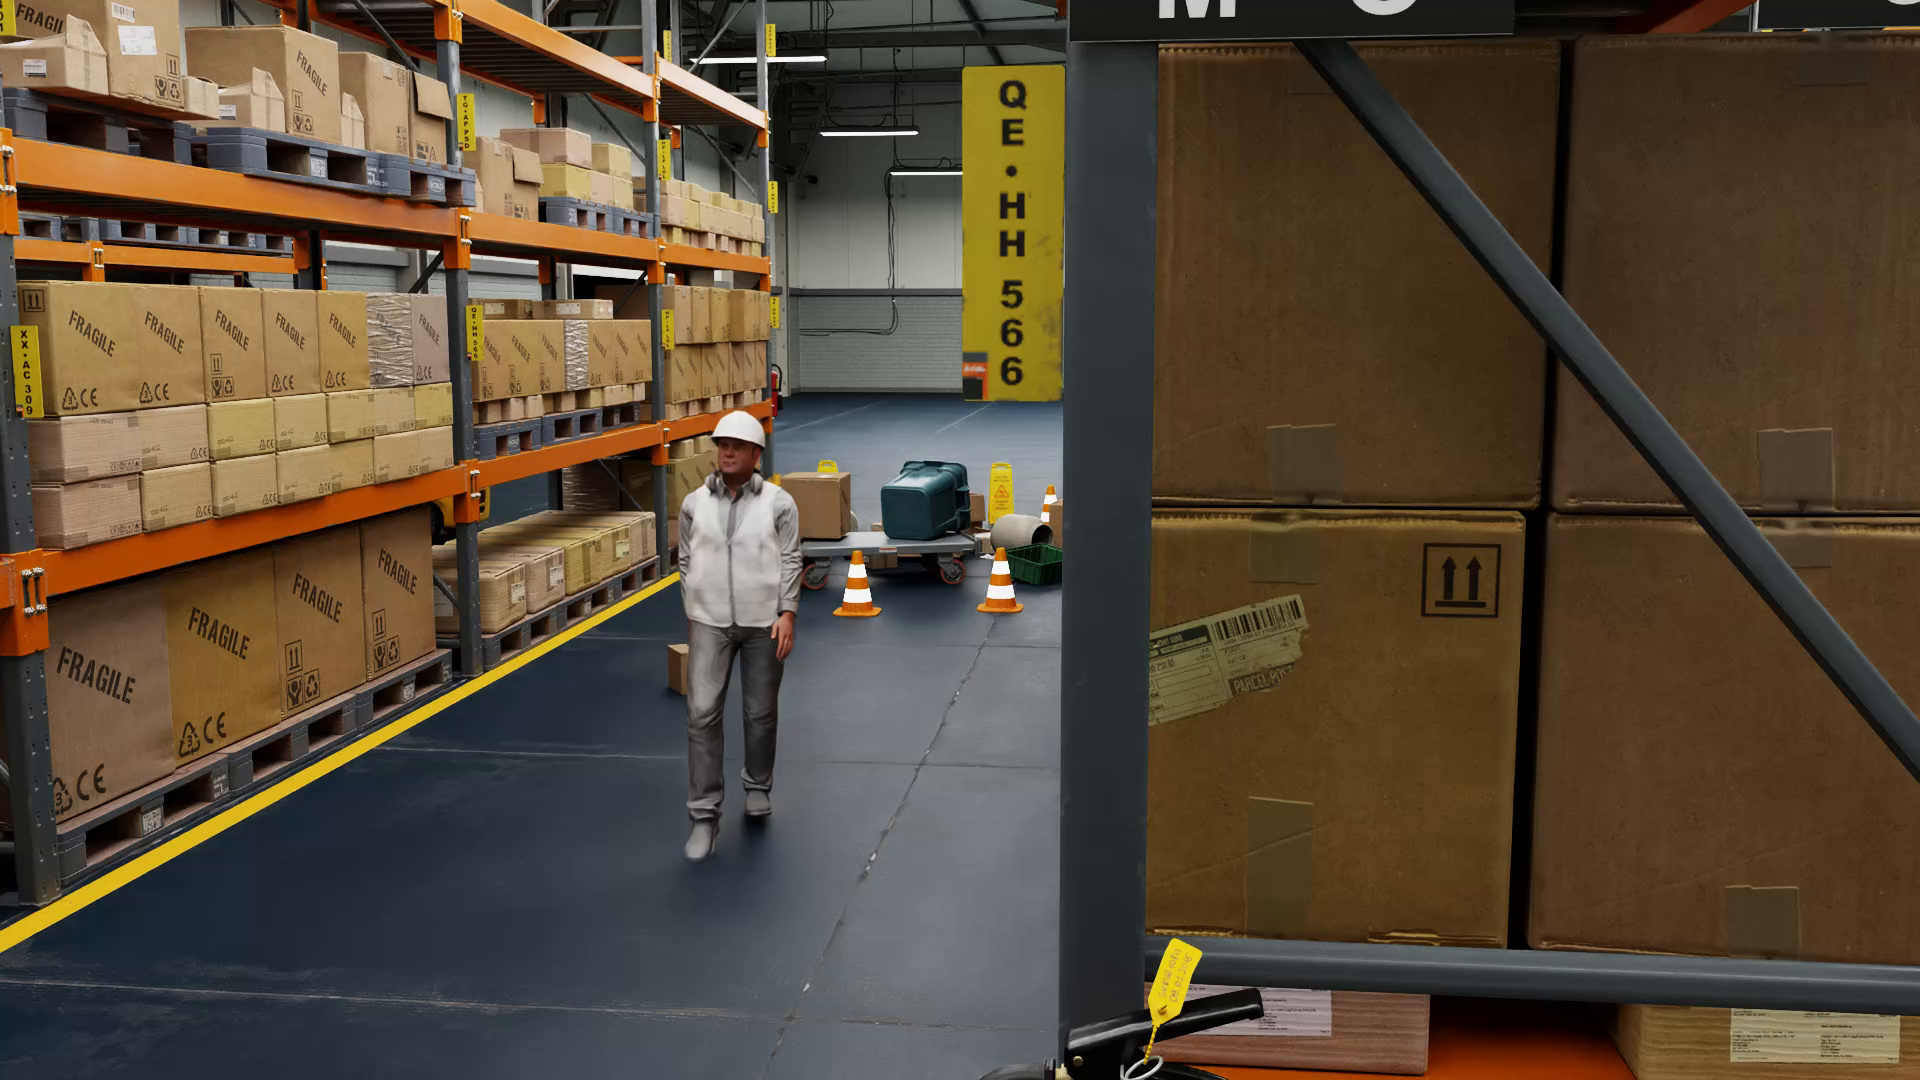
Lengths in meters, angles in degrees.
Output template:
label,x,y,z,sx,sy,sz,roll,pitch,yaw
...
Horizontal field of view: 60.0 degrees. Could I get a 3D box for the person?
label,x,y,z,sx,sy,sz,roll,pitch,yaw
person,-0.926,0.370,6.928,0.545,1.800,0.758,0,8,0
